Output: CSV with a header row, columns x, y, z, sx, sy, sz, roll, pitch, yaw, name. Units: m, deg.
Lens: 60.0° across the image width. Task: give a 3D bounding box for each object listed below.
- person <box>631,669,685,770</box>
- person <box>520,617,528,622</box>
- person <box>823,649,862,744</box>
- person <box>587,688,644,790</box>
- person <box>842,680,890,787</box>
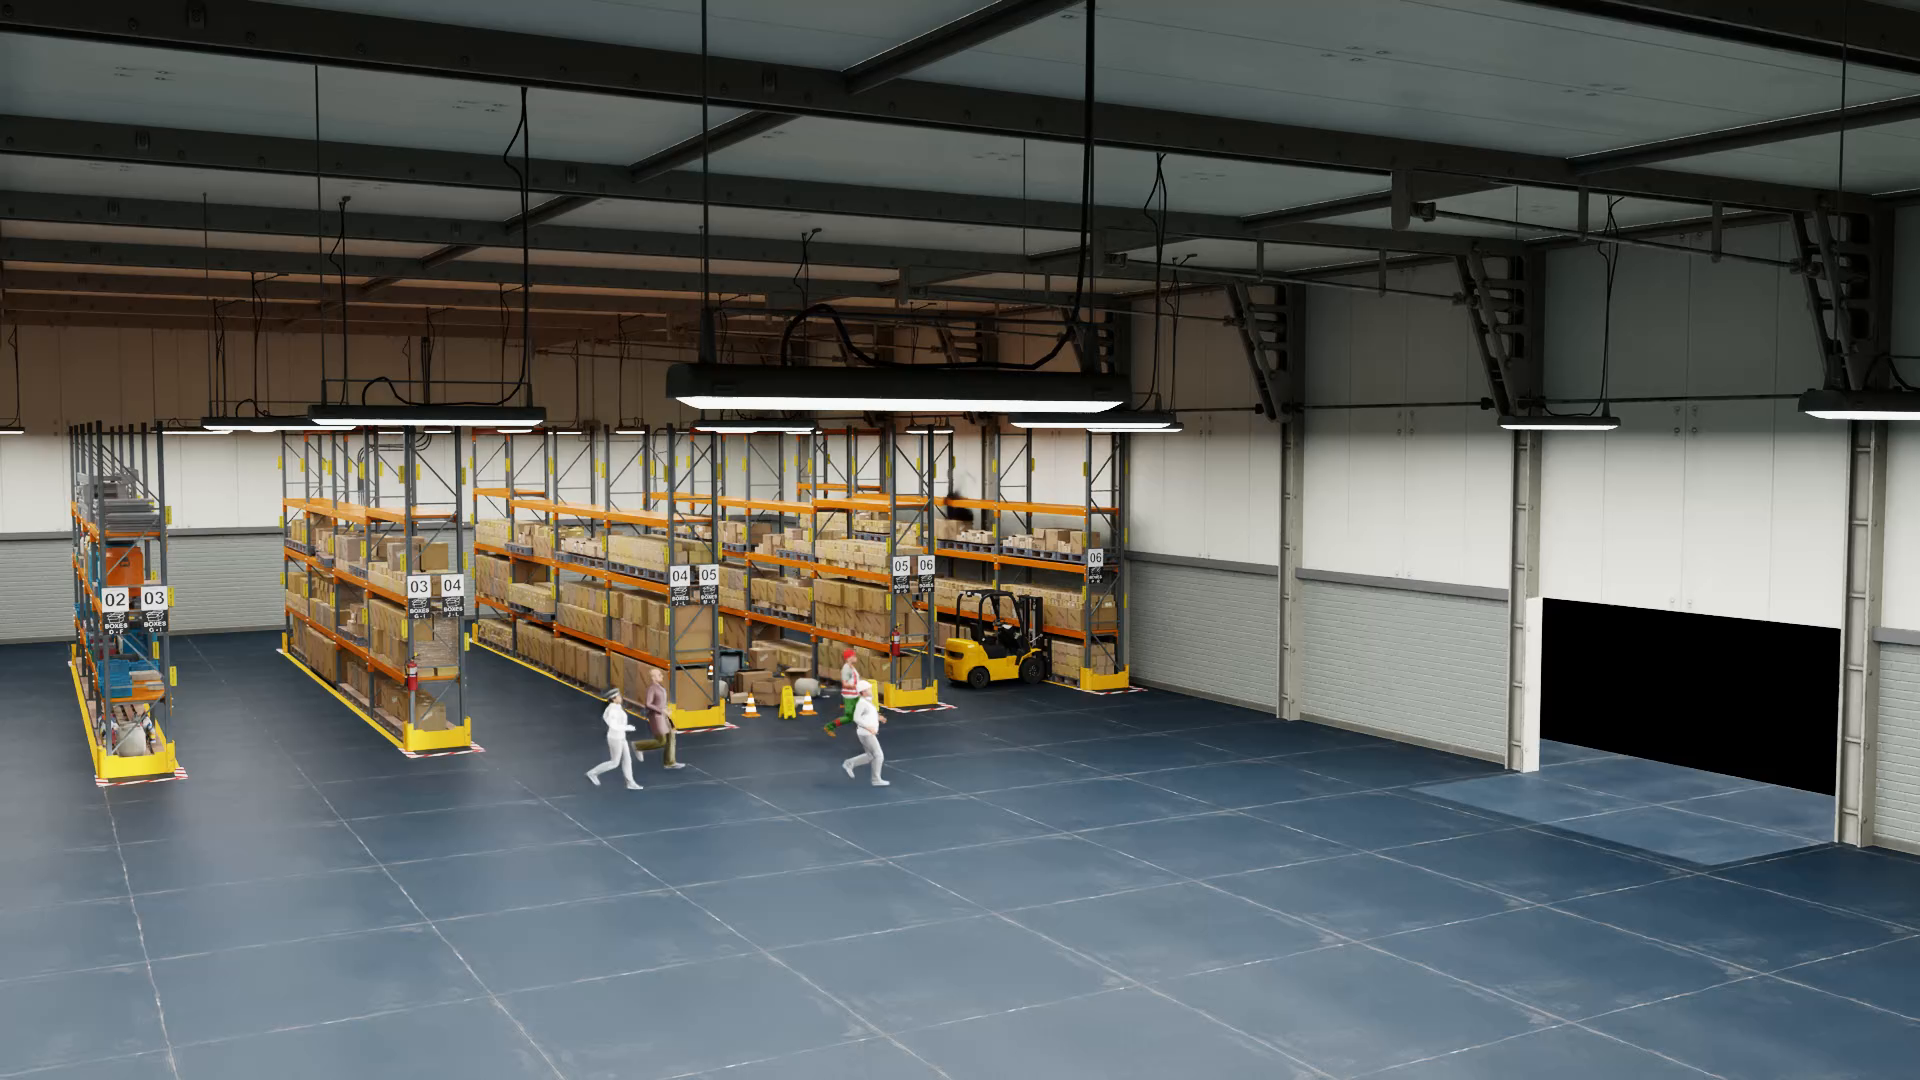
x,y,z,sx,sy,sz,roll,pitch,yaw,name
-5.196,3.093,28.673,0.925,1.747,0.724,0,4,7,person
-12.453,1.948,48.157,0.688,1.688,0.683,2,4,33,person
-2.060,2.923,30.897,0.956,1.789,0.656,1,4,9,person
-5.563,3.215,26.821,0.901,1.692,0.616,0,4,-5,person
-1.551,3.168,27.278,0.803,1.739,0.668,0,4,3,person
